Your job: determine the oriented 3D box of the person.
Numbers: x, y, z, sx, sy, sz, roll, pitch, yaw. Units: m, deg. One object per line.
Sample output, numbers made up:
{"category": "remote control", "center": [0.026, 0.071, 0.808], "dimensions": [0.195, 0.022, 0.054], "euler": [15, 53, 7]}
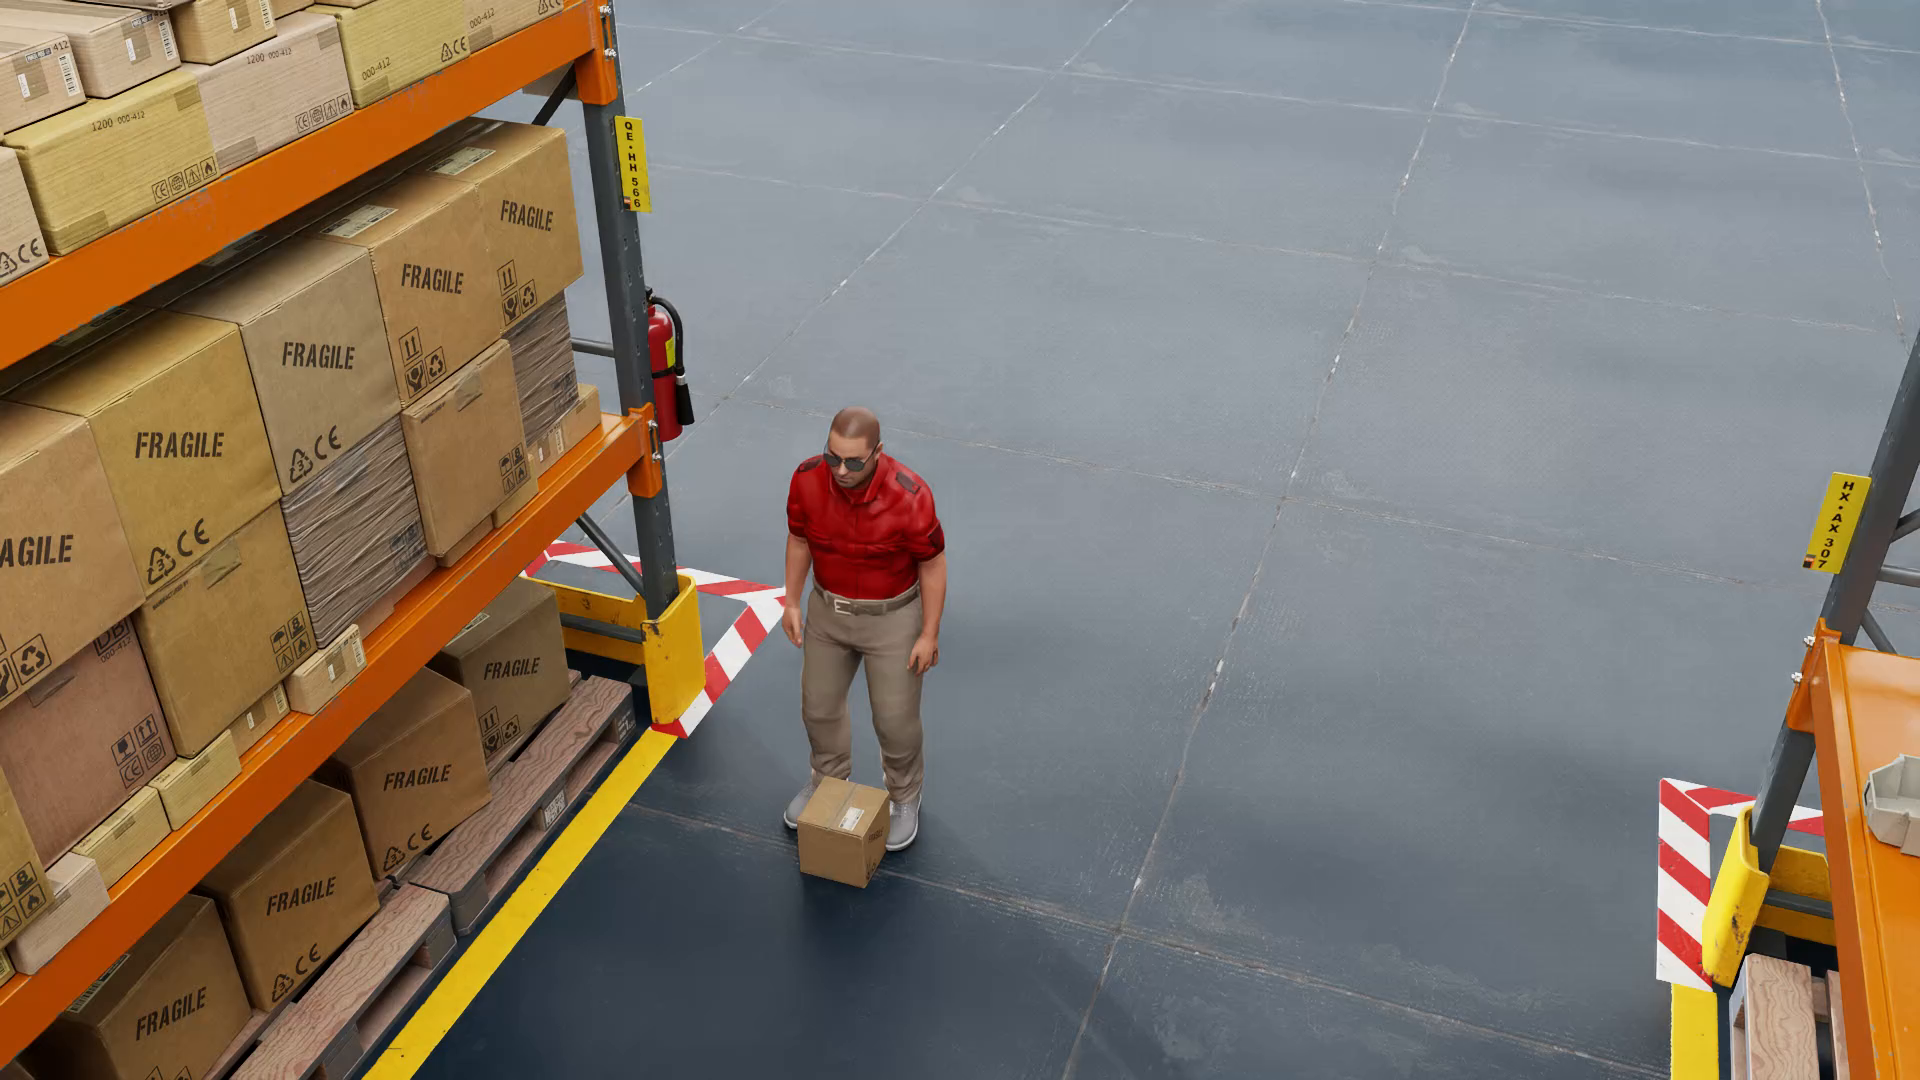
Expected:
{"category": "person", "center": [-0.336, 0.284, 5.716], "dimensions": [0.584, 1.726, 0.394], "euler": [11, 35, 16]}
